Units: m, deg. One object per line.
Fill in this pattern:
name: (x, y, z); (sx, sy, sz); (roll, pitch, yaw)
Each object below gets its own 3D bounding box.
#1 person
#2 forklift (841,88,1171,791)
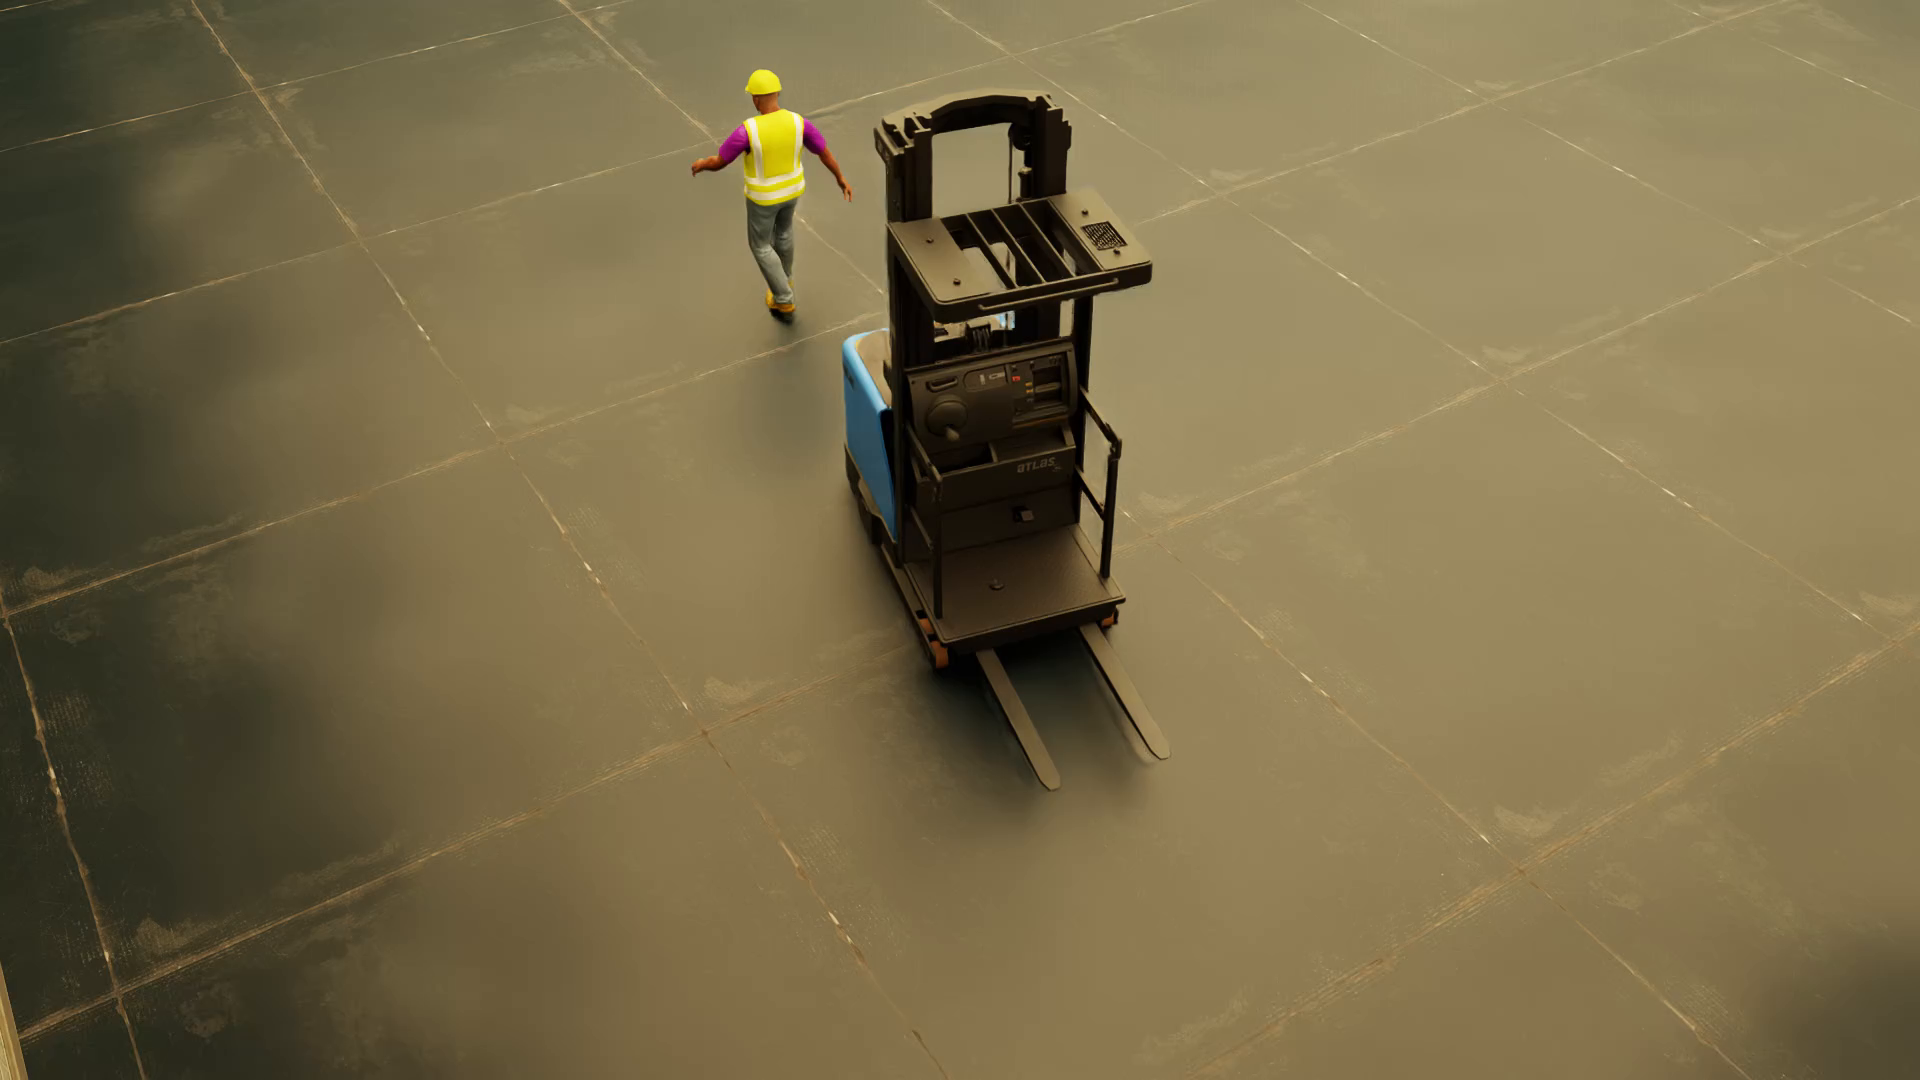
person: (-1.287, -2.451, 11.581); (0.982, 1.745, 0.739); (-21, 45, -22)
forklift: (0.255, -0.693, 8.664); (1.130, 2.935, 3.031); (-13, 43, -15)
